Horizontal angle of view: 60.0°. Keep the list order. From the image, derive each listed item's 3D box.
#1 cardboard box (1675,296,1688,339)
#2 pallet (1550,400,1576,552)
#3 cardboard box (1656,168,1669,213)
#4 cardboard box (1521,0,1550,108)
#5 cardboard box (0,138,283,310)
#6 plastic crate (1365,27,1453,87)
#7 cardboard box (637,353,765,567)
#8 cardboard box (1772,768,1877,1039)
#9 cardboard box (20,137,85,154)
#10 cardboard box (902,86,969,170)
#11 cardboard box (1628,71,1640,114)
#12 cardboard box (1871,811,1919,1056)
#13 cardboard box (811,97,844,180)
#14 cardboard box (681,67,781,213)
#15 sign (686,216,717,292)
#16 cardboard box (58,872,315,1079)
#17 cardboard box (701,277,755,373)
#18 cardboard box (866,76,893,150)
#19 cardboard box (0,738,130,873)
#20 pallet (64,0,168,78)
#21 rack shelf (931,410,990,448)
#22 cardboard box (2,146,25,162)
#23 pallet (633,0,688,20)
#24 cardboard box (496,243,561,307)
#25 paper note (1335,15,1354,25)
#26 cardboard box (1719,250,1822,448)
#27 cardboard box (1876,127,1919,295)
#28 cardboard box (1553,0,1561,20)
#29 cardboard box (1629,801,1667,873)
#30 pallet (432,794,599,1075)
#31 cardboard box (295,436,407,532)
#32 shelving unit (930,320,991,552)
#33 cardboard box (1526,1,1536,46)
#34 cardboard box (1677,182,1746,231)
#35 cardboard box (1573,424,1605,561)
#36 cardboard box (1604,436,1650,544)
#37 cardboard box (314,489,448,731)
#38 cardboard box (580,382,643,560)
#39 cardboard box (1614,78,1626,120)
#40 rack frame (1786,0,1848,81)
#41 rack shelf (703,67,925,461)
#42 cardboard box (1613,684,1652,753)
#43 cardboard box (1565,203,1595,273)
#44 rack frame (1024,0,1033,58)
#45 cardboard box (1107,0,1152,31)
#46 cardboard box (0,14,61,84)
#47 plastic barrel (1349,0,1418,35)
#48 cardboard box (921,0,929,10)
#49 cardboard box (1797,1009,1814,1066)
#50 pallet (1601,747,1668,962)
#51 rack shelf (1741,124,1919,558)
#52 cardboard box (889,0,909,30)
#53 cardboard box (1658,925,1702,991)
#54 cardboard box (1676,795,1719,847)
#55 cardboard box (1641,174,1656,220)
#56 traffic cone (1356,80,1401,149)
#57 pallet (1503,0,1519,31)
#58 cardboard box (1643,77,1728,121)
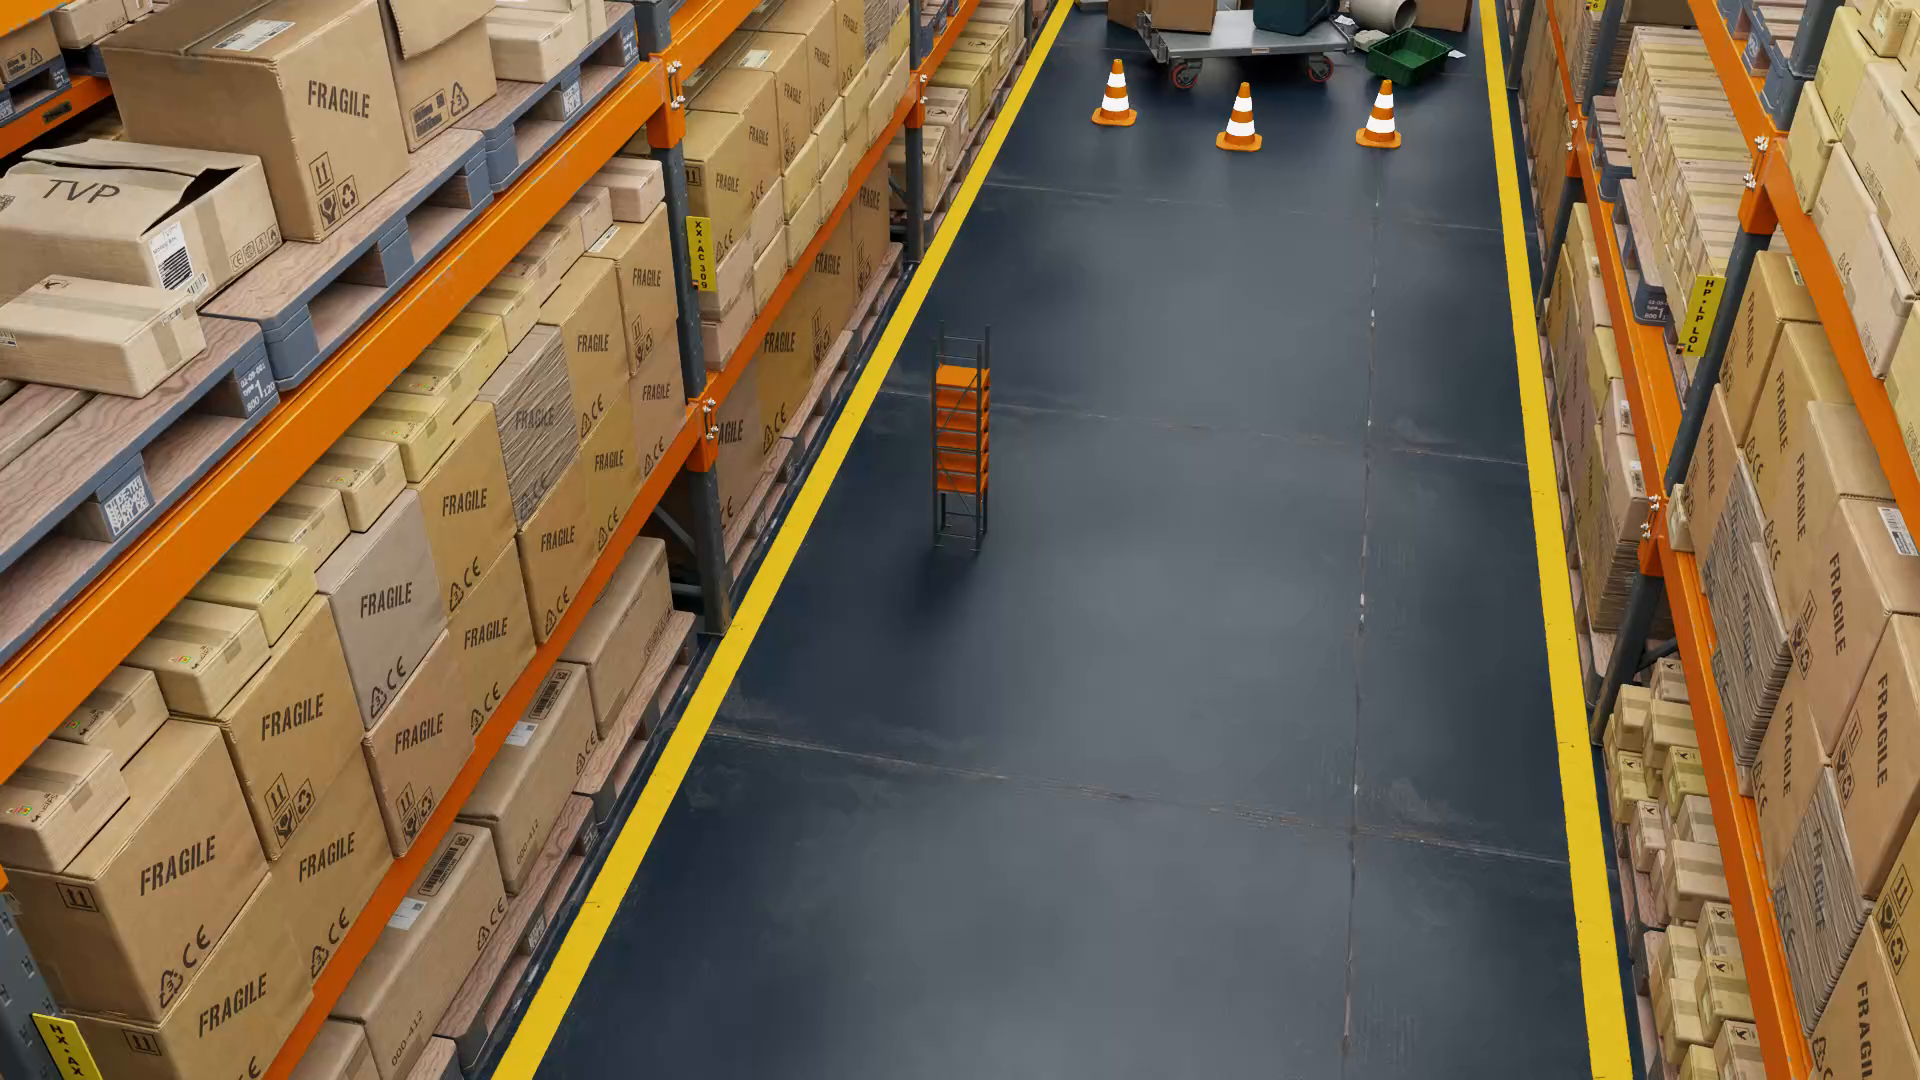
[{"bbox_3d":[3.265,-0.897,7.058,0.380,0.149,0.250,7,37,10],"label":"cardboard box"},{"bbox_3d":[3.687,-0.303,8.759,1.003,0.211,1.213,7,37,10],"label":"pallet"},{"bbox_3d":[3.491,-1.621,7.803,0.380,0.149,0.250,9,37,12],"label":"cardboard box"},{"bbox_3d":[4.928,-3.763,12.715,1.050,0.750,0.750,7,37,10],"label":"cardboard box"},{"bbox_3d":[-2.080,-0.795,4.137,0.500,0.311,0.500,8,37,11],"label":"cardboard box"},{"bbox_3d":[3.730,-4.019,13.857,0.450,0.188,0.662,36,48,26],"label":"plastic crate"},{"bbox_3d":[-1.539,-0.522,8.137,0.875,0.875,0.875,8,37,11],"label":"cardboard box"},{"bbox_3d":[2.468,0.971,4.285,0.500,0.500,0.500,7,37,10],"label":"cardboard box"},{"bbox_3d":[-5.676,-2.414,10.515,0.380,0.149,0.250,8,37,11],"label":"cardboard box"},{"bbox_3d":[-0.459,-2.993,11.975,0.950,0.372,0.625,7,36,9],"label":"cardboard box"},{"bbox_3d":[3.763,-2.359,8.821,0.380,0.149,0.250,9,37,12],"label":"cardboard box"},{"bbox_3d":[2.372,0.859,3.588,0.500,0.500,0.500,6,36,8],"label":"cardboard box"},{"bbox_3d":[-0.901,-2.084,8.541,0.500,0.250,0.500,6,36,9],"label":"cardboard box"},{"bbox_3d":[-1.137,-1.804,7.515,0.500,0.500,0.500,7,37,10],"label":"cardboard box"},{"bbox_3d":[-1.051,-1.161,6.761,0.100,0.325,0.005,7,37,10],"label":"sign"},{"bbox_3d":[-2.065,1.167,4.269,0.500,0.500,0.500,7,37,10],"label":"cardboard box"},{"bbox_3d":[-1.242,-1.005,7.479,0.500,0.250,0.500,6,36,9],"label":"cardboard box"},{"bbox_3d":[-0.688,-2.462,9.489,0.500,0.250,0.500,8,37,11],"label":"cardboard box"},{"bbox_3d":[-2.102,0.569,3.688,0.380,0.149,0.250,8,37,11],"label":"cardboard box"},{"bbox_3d":[-5.666,-3.285,10.660,1.213,0.211,1.003,7,37,10],"label":"pallet"},{"bbox_3d":[0.003,-0.555,8.135,0.258,0.103,0.180,7,37,10],"label":"rack shelf"},{"bbox_3d":[-6.212,-2.475,10.599,0.380,0.149,0.250,6,36,8],"label":"cardboard box"},{"bbox_3d":[-1.446,-2.516,7.042,0.805,0.209,1.217,6,36,8],"label":"pallet"},{"bbox_3d":[-1.610,-0.912,5.732,0.380,0.149,0.250,7,37,10],"label":"cardboard box"},{"bbox_3d":[3.475,-4.673,14.949,0.172,0.023,0.155,20,41,26],"label":"paper note"},{"bbox_3d":[2.929,-0.622,5.632,0.500,0.500,0.500,8,37,11],"label":"cardboard box"},{"bbox_3d":[2.694,-0.823,4.246,0.500,0.250,0.500,8,37,11],"label":"cardboard box"},{"bbox_3d":[4.272,-3.777,11.090,0.500,0.500,0.500,8,37,11],"label":"cardboard box"},{"bbox_3d":[2.813,1.170,6.421,0.380,0.149,0.250,7,37,10],"label":"cardboard box"},{"bbox_3d":[-2.091,1.410,6.395,1.003,0.211,1.213,7,37,10],"label":"pallet"},{"bbox_3d":[-1.810,-0.172,4.712,0.380,0.149,0.250,8,37,10],"label":"cardboard box"},{"bbox_3d":[0.003,-0.494,8.179,0.258,1.200,0.189,7,37,10],"label":"shelving unit"},{"bbox_3d":[5.175,-4.532,13.670,0.875,0.875,0.875,8,37,11],"label":"cardboard box"},{"bbox_3d":[3.384,-1.441,7.302,0.380,0.149,0.250,6,36,8],"label":"cardboard box"},{"bbox_3d":[3.286,-0.192,8.002,0.500,0.500,0.500,6,36,9],"label":"cardboard box"},{"bbox_3d":[3.176,-0.205,7.380,0.500,0.250,0.500,6,36,9],"label":"cardboard box"},{"bbox_3d":[-1.861,0.168,4.795,0.500,0.500,0.500,7,37,10],"label":"cardboard box"},{"bbox_3d":[-1.548,-0.294,6.284,0.500,0.500,0.500,6,36,9],"label":"cardboard box"},{"bbox_3d":[3.825,-2.415,9.152,0.380,0.149,0.250,7,36,9],"label":"cardboard box"},{"bbox_3d":[3.264,-2.714,4.596,1.000,3.000,0.127,7,37,10],"label":"rack frame"},{"bbox_3d":[-1.167,-1.702,8.926,1.077,0.370,4.000,7,37,10],"label":"rack shelf"},{"bbox_3d":[2.874,0.747,6.751,0.380,0.149,0.250,9,37,12],"label":"cardboard box"},{"bbox_3d":[3.734,-1.674,9.407,0.500,0.250,0.500,6,36,8],"label":"cardboard box"},{"bbox_3d":[0.115,-5.433,13.461,1.000,3.000,0.127,7,37,10],"label":"rack frame"},{"bbox_3d":[1.673,-4.866,14.806,0.500,0.500,0.500,-24,42,-30],"label":"cardboard box"},{"bbox_3d":[-5.757,-3.013,9.676,0.797,0.503,0.637,7,36,9],"label":"cardboard box"},{"bbox_3d":[3.716,-4.670,14.603,0.421,0.421,0.512,-24,42,-30],"label":"plastic barrel"},{"bbox_3d":[-0.395,-3.529,10.690,0.380,0.149,0.250,5,36,7],"label":"cardboard box"},{"bbox_3d":[2.448,1.308,4.373,0.380,0.149,0.250,6,36,8],"label":"cardboard box"},{"bbox_3d":[3.155,1.234,6.637,1.003,0.211,1.213,7,37,10],"label":"pallet"},{"bbox_3d":[2.836,-0.061,4.105,1.077,0.370,4.000,7,37,10],"label":"rack shelf"},{"bbox_3d":[-0.594,-3.256,9.520,0.500,0.500,0.500,6,36,9],"label":"cardboard box"},{"bbox_3d":[2.632,1.494,5.721,0.380,0.149,0.250,7,37,10],"label":"cardboard box"},{"bbox_3d":[2.832,1.085,6.032,0.380,0.149,0.250,6,36,9],"label":"cardboard box"},{"bbox_3d":[3.544,-1.654,8.103,0.380,0.149,0.250,8,37,11],"label":"cardboard box"},{"bbox_3d":[3.211,-3.264,12.629,0.336,0.463,0.334,7,37,10],"label":"traffic cone"},{"bbox_3d":[5.470,-4.869,15.059,1.003,0.211,1.213,7,37,10],"label":"pallet"},{"bbox_3d":[3.661,-2.200,8.349,0.380,0.149,0.250,6,36,8],"label":"cardboard box"}]
